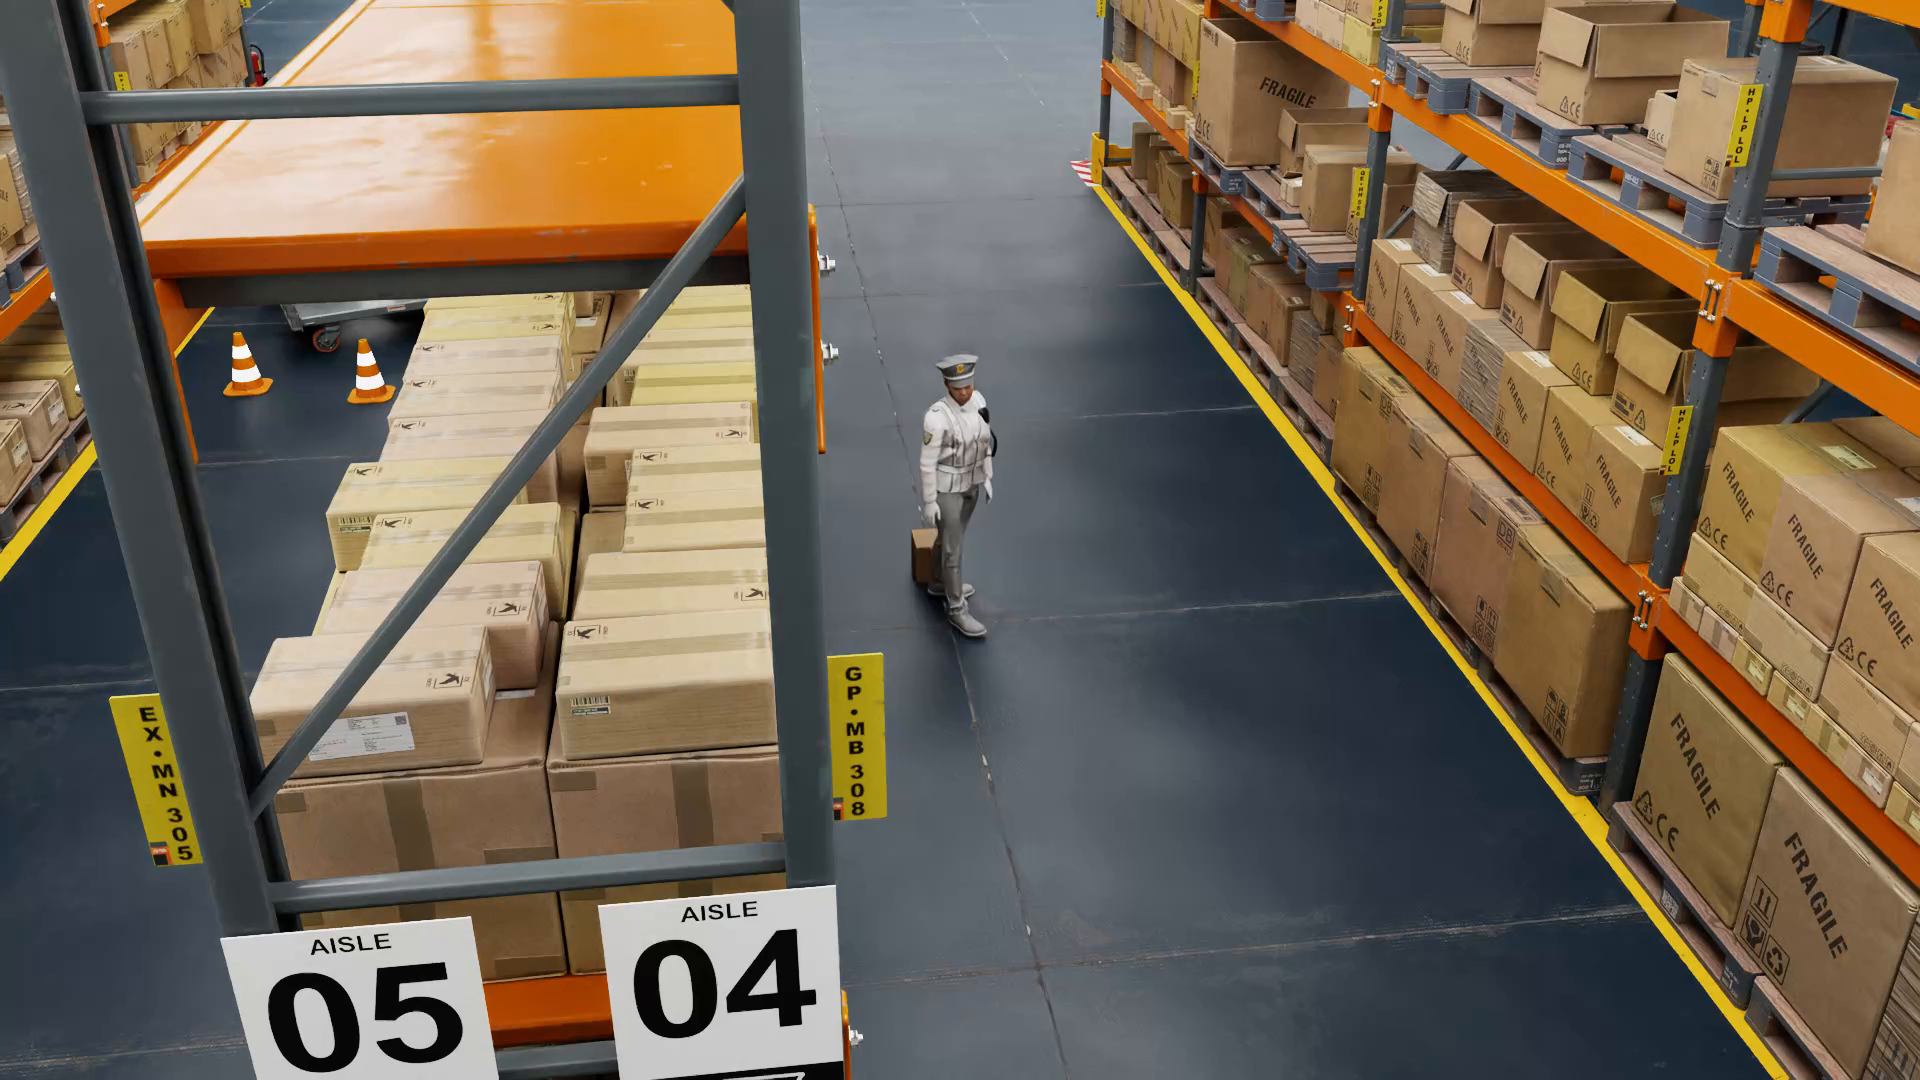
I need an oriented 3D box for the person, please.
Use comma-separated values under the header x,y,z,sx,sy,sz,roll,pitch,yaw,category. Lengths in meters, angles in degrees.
x,y,z,sx,sy,sz,roll,pitch,yaw,category
-0.003,-0.294,9.626,0.590,1.660,0.515,20,33,33,person
